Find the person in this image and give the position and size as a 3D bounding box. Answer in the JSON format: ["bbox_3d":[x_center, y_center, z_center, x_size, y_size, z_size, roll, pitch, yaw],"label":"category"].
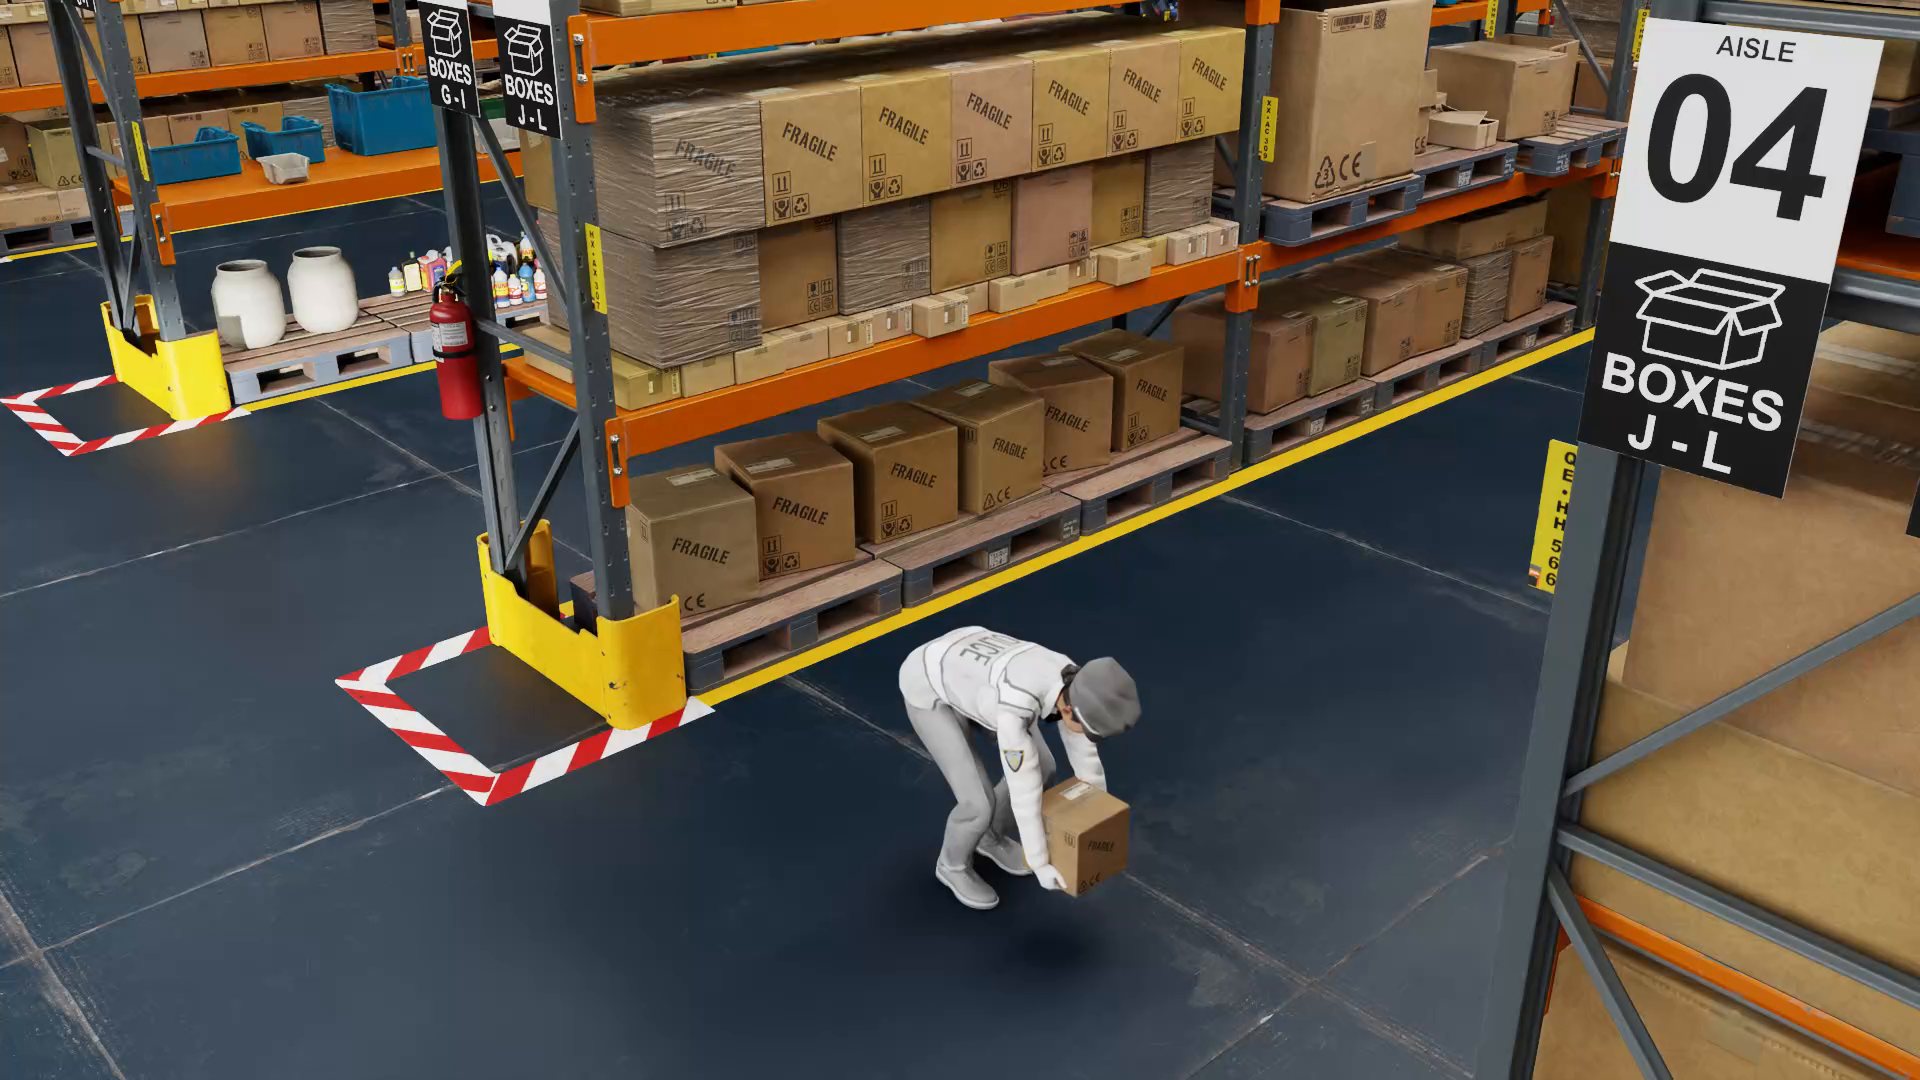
[{"bbox_3d":[0.198,0.774,5.651,0.921,1.048,0.451,22,32,39],"label":"person"}]
